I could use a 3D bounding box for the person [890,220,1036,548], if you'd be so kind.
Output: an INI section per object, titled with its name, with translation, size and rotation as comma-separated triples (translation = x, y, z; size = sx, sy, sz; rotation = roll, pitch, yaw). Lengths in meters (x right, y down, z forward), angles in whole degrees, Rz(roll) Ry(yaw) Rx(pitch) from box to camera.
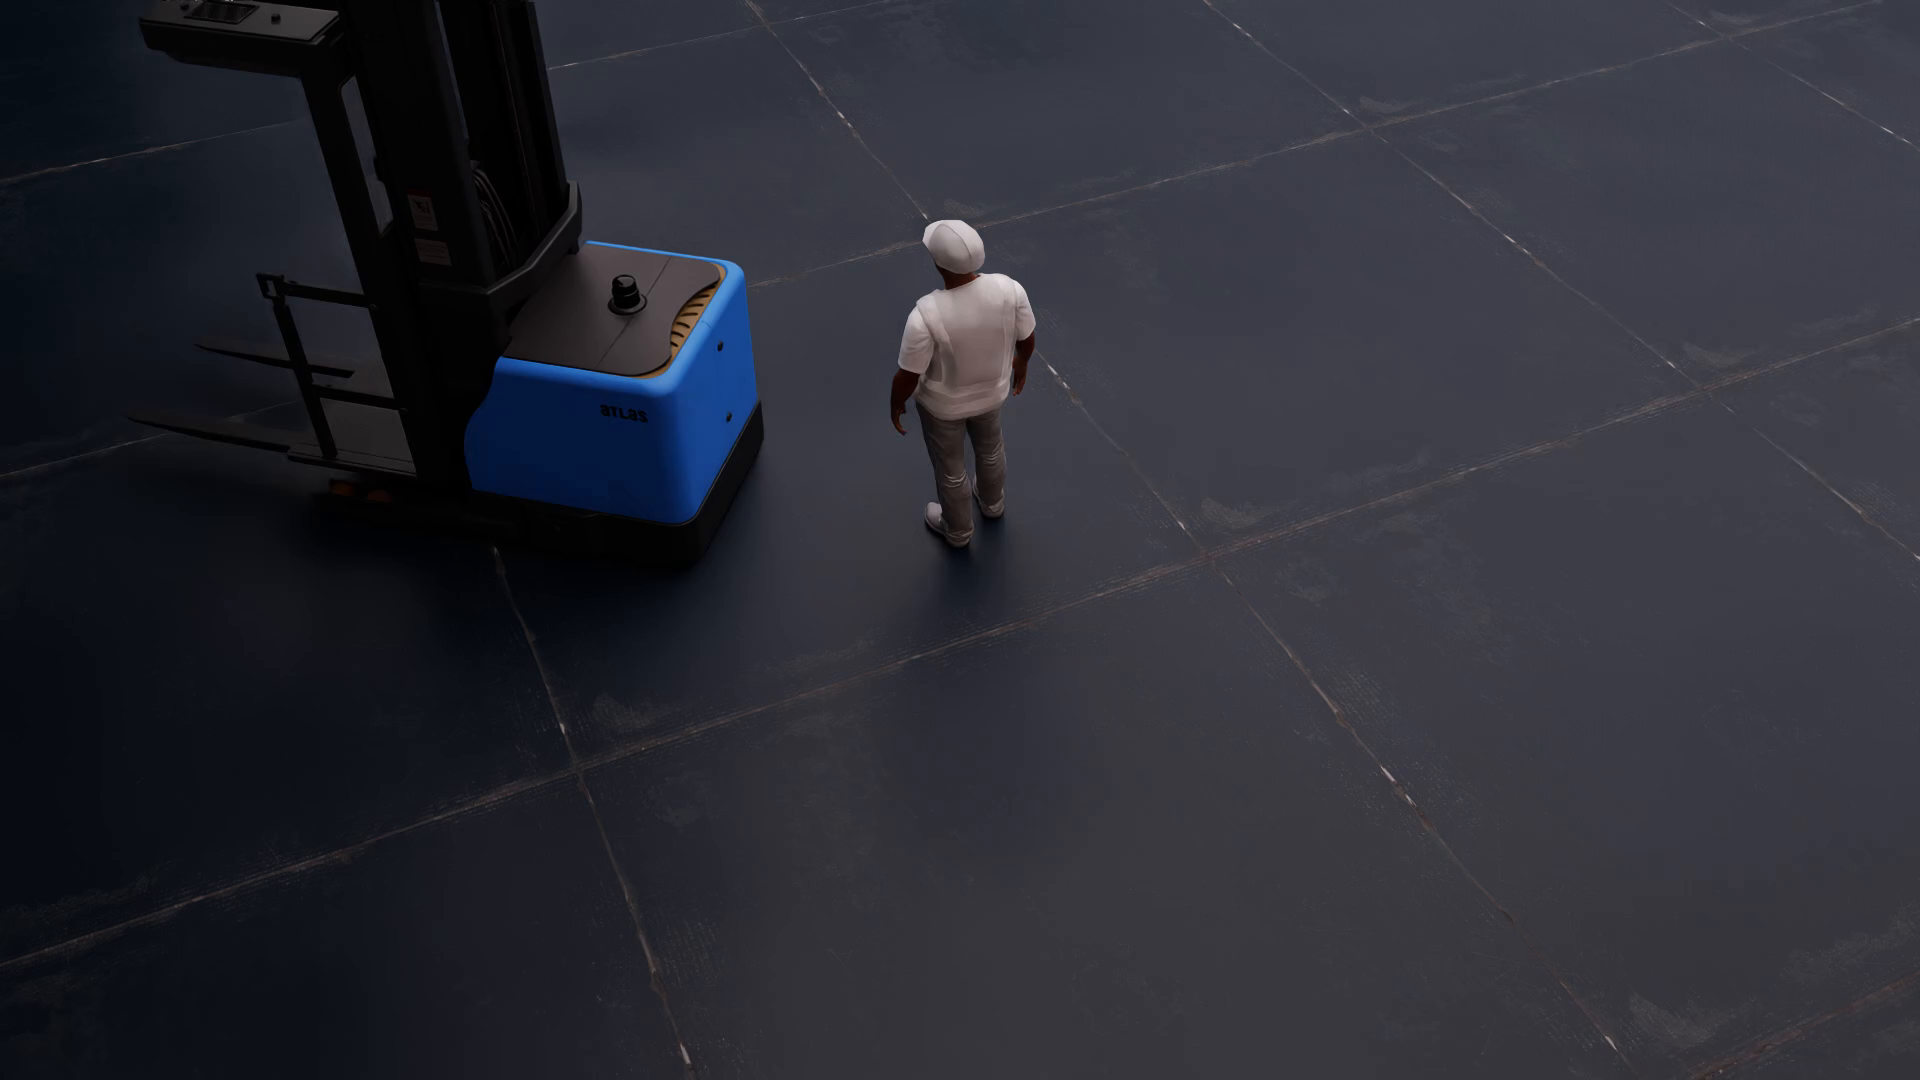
[person]
translation = -0.024, -0.696, 7.268
size = 0.666, 1.765, 0.577
rotation = -18, 46, -18

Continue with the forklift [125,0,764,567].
[forklift]
translation = -2.547, -1.488, 7.275
size = 3.031, 2.935, 1.130
rotation = 10, 44, 10
